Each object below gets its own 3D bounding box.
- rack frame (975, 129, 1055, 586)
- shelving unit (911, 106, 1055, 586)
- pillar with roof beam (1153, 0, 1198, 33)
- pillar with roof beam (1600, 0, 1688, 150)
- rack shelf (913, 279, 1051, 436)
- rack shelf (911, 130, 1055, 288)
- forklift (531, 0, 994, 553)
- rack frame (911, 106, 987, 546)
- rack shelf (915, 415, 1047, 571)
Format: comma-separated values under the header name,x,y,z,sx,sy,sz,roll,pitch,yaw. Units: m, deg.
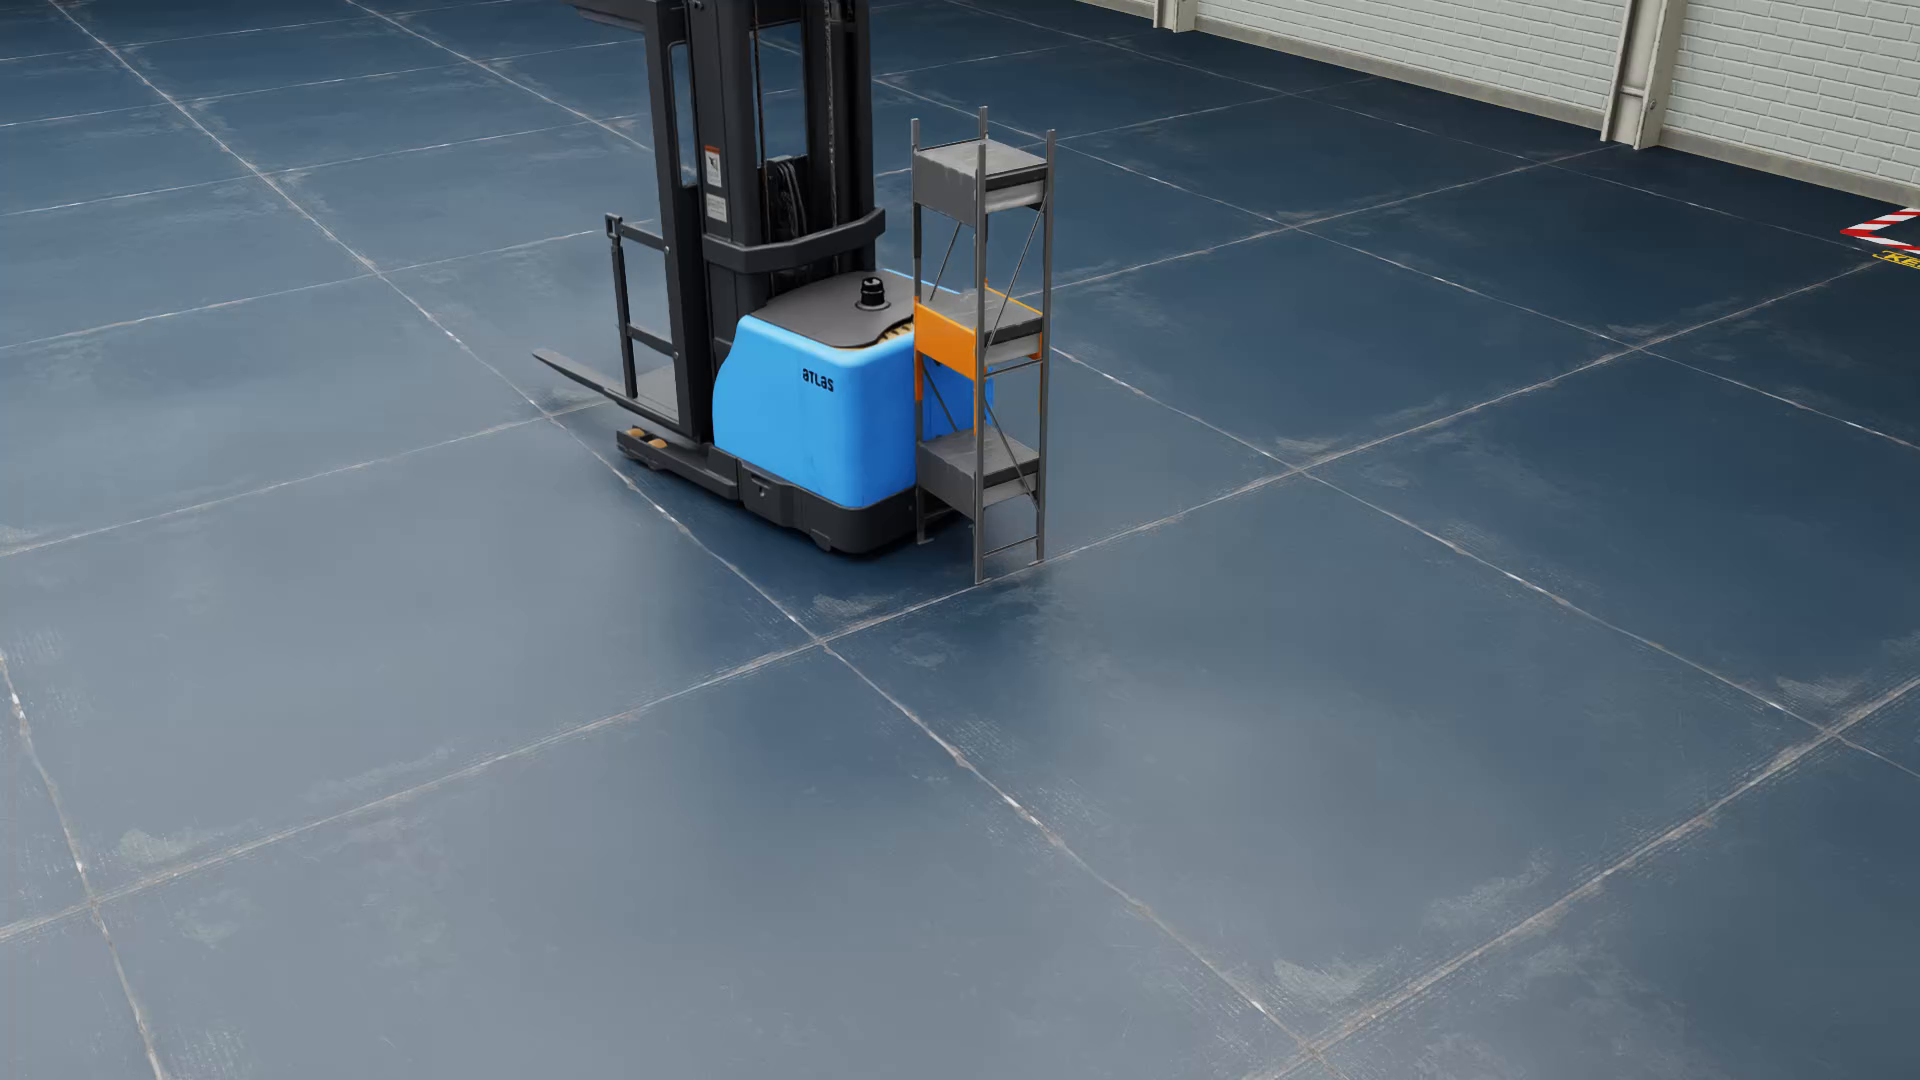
name,x,y,z,sx,sy,sz,roll,pitch,yaw
rack frame,0.238,-0.763,7.456,0.400,2.100,0.015,-19,34,-31
shelving unit,0.096,-0.858,7.630,0.431,2.100,0.503,-19,34,-31
pillar with roof beam,-1.050,-8.624,14.701,9.100,9.000,0.400,-19,34,-31
pillar with roof beam,2.431,-6.292,10.406,9.100,9.000,0.400,-19,34,-31
rack shelf,0.096,-0.846,7.637,0.431,0.518,0.480,-19,34,-31
rack shelf,0.096,-1.461,7.303,0.431,0.518,0.480,-19,34,-31
forklift,-1.222,-1.821,8.532,3.031,2.935,1.130,25,37,38
rack frame,-0.046,-0.953,7.805,0.400,2.100,0.015,-19,34,-31
rack shelf,0.096,-0.231,7.971,0.431,0.518,0.480,-19,34,-31
